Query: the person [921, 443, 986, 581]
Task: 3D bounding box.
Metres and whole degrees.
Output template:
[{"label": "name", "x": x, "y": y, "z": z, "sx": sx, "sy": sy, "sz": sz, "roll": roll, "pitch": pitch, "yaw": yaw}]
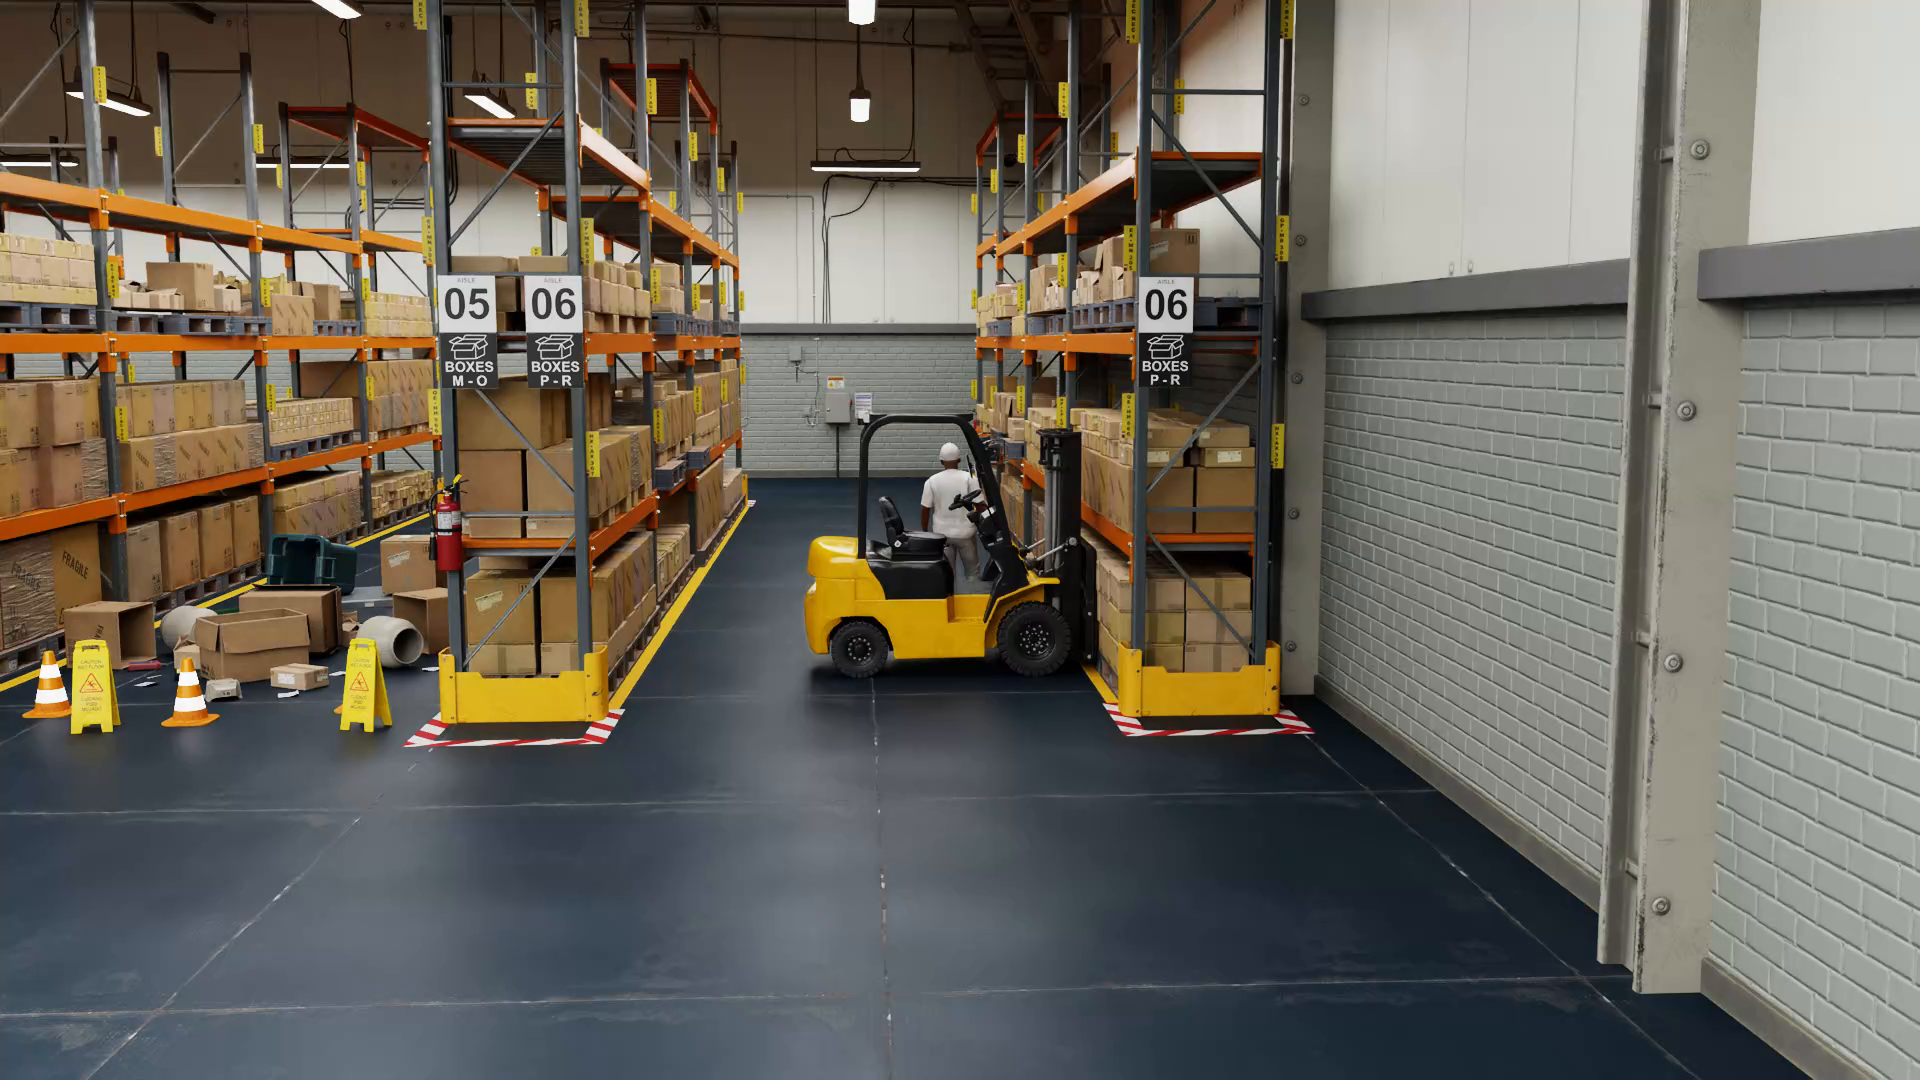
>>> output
[{"label": "person", "x": -0.032, "y": -0.071, "z": 16.162, "sx": 0.666, "sy": 1.766, "sz": 0.576, "roll": 1, "pitch": 7, "yaw": 10}]
